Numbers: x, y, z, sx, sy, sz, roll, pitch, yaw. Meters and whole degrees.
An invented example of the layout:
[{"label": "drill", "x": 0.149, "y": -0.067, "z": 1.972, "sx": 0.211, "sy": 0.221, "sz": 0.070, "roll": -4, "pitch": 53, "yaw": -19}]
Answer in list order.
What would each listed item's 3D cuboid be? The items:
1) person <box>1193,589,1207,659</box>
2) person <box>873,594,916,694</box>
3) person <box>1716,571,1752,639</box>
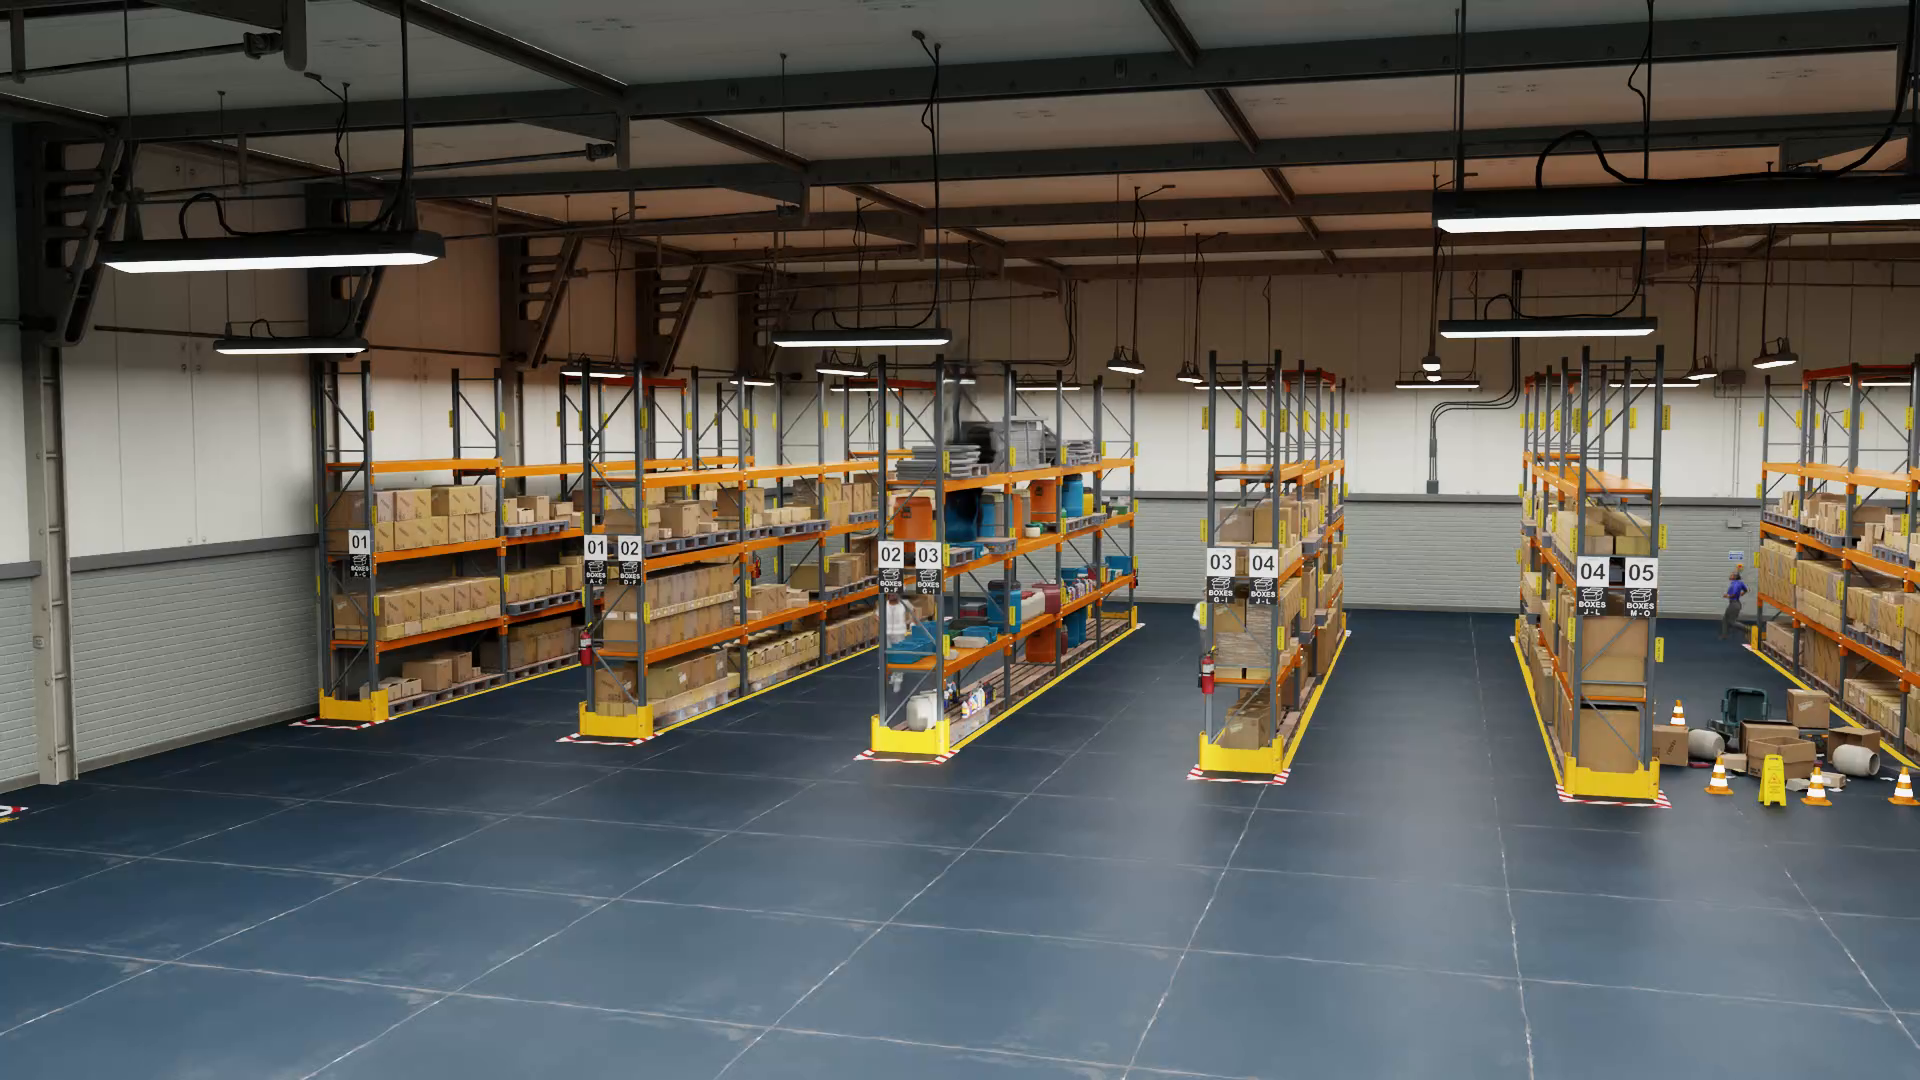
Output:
[{"label": "person", "x": 4.916, "y": 1.796, "z": 33.006, "sx": 0.562, "sy": 1.719, "sz": 0.857, "roll": 1, "pitch": 4, "yaw": 15}, {"label": "person", "x": -1.175, "y": 1.727, "z": 29.412, "sx": 0.704, "sy": 1.892, "sz": 0.761, "roll": 1, "pitch": 4, "yaw": 11}, {"label": "person", "x": 17.622, "y": 1.516, "z": 37.821, "sx": 0.831, "sy": 1.638, "sz": 0.605, "roll": 3, "pitch": 5, "yaw": 35}]
